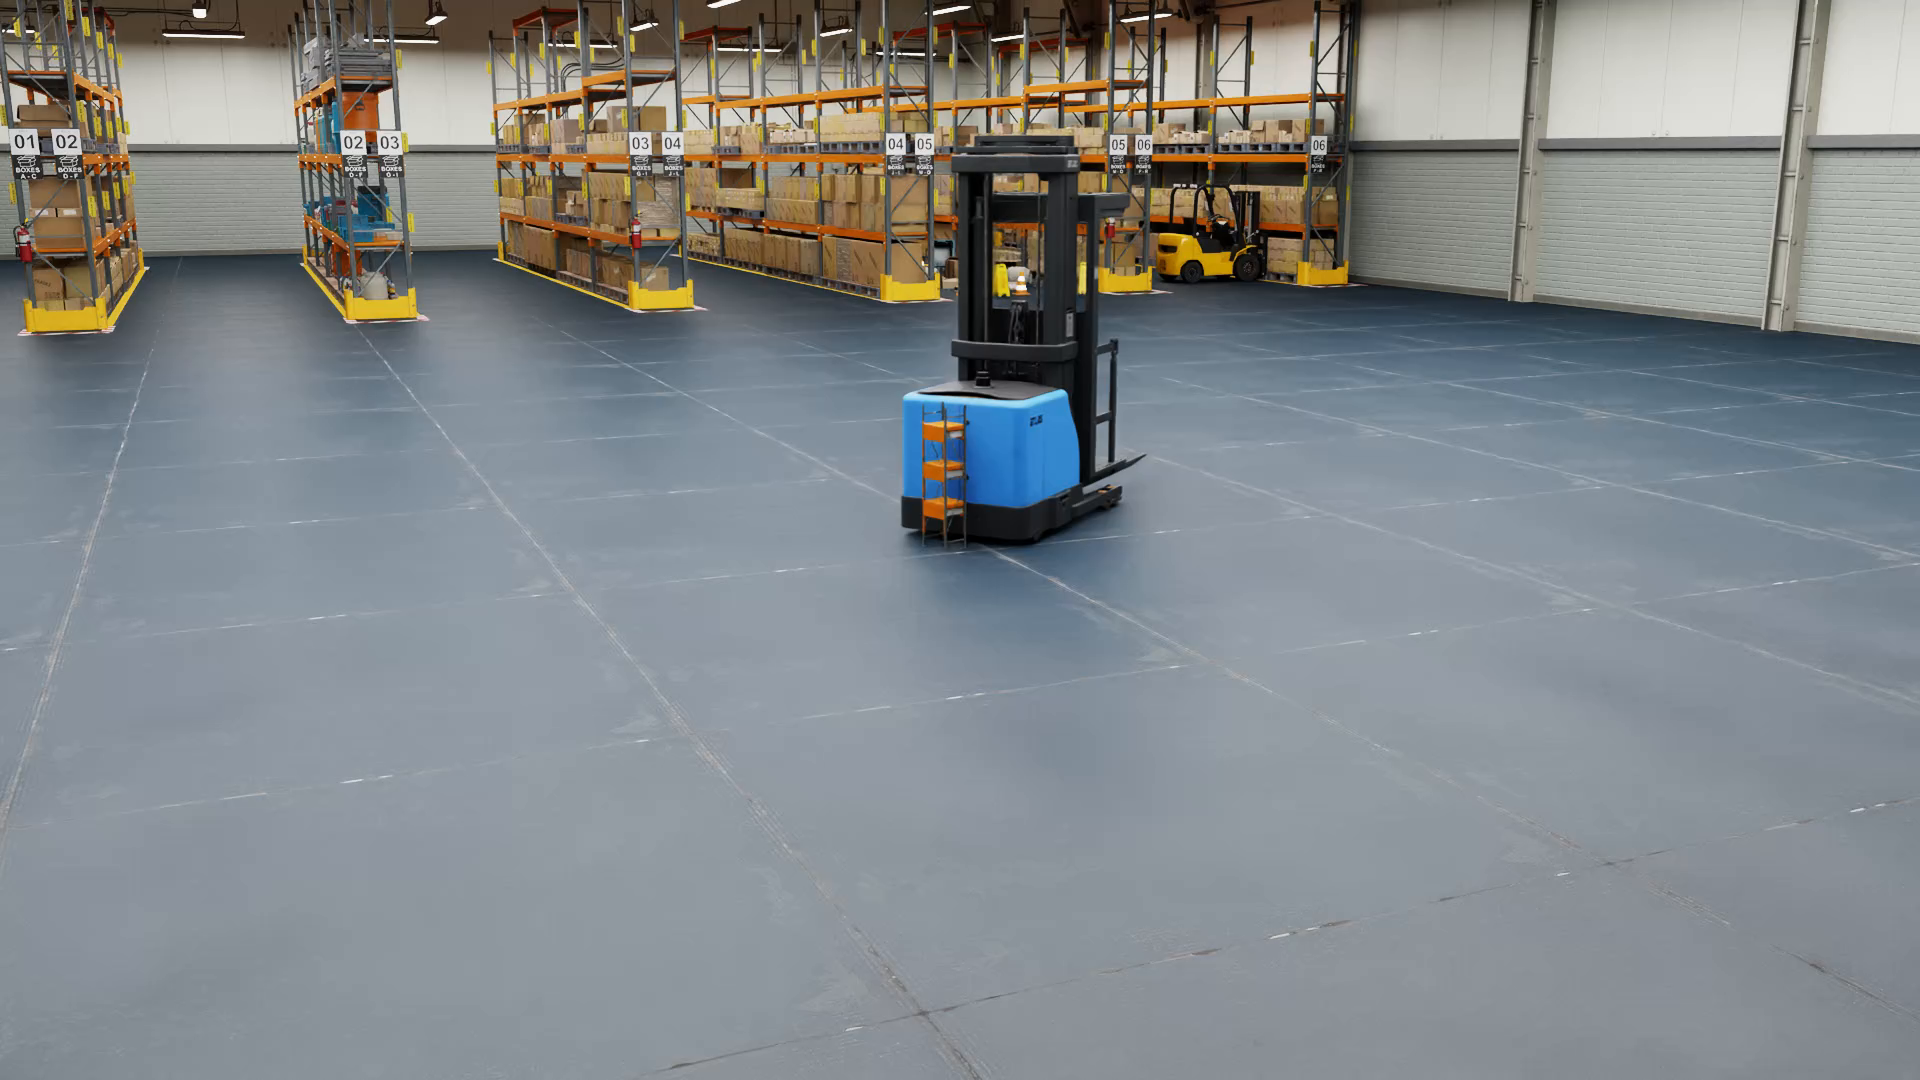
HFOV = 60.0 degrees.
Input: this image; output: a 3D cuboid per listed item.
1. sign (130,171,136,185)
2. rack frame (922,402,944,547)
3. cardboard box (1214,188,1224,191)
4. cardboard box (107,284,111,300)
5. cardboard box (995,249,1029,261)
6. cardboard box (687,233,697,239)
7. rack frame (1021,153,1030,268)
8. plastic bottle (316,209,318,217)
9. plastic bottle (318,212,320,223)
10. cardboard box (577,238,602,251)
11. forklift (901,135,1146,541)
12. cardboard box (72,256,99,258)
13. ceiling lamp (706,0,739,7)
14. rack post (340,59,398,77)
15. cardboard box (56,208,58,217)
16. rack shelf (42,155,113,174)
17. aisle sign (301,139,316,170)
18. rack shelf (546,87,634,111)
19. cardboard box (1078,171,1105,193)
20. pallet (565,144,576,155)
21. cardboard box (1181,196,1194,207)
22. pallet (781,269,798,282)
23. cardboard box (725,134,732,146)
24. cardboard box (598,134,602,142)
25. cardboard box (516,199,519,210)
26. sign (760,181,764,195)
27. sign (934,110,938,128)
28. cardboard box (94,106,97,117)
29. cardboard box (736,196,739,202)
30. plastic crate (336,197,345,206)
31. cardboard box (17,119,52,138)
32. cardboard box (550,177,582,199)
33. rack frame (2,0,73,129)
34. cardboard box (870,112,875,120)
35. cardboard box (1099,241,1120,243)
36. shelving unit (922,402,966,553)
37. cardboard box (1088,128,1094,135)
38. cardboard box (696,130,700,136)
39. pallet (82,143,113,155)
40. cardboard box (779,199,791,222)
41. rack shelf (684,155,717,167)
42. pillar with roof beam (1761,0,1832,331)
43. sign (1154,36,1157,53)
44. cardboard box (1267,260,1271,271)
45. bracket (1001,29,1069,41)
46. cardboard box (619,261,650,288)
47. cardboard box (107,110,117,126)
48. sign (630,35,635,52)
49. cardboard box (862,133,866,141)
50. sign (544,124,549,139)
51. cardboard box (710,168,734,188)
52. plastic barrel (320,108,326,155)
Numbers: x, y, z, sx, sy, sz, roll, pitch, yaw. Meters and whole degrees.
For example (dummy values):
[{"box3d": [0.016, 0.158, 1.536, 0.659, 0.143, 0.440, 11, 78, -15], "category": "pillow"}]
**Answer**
[{"box3d": [-20.549, -8.992, 41.302, 0.100, 0.325, 0.005, -6, 14, -23], "category": "sign"}, {"box3d": [-0.194, -0.477, 12.100, 0.200, 1.050, 0.008, -11, 17, -40], "category": "rack frame"}, {"box3d": [6.302, -8.404, 39.710, 0.380, 0.149, 0.250, -5, 14, -22], "category": "cardboard box"}, {"box3d": [-15.873, -4.538, 30.492, 0.500, 0.250, 0.500, -6, 14, -23], "category": "cardboard box"}, {"box3d": [1.396, -6.719, 39.645, 0.950, 0.372, 0.625, -5, 14, -19], "category": "cardboard box"}, {"box3d": [-7.504, -8.516, 46.585, 0.380, 0.149, 0.250, -6, 14, -26], "category": "cardboard box"}, {"box3d": [1.899, -7.538, 38.288, 1.000, 3.000, 0.127, -6, 14, -23], "category": "rack frame"}, {"box3d": [-14.812, -7.494, 38.355, 0.061, 0.283, 0.133, -6, 14, -23], "category": "plastic bottle"}, {"box3d": [-14.460, -7.312, 37.570, 0.061, 0.283, 0.133, -6, 14, -23], "category": "plastic bottle"}, {"box3d": [-8.265, -6.587, 37.083, 0.500, 0.250, 0.500, -4, 14, -17], "category": "cardboard box"}, {"box3d": [0.671, -1.707, 13.243, 1.130, 2.935, 3.031, 6, 15, 26], "category": "forklift"}, {"box3d": [-18.451, -5.744, 35.104, 0.500, 0.500, 0.500, -5, 14, -21], "category": "cardboard box"}, {"box3d": [-4.602, -12.631, 34.041, 0.800, 3.185, 2.000, -6, 14, -23], "category": "ceiling lamp"}, {"box3d": [-10.303, -8.216, 29.021, 0.937, 0.300, 0.954, -4, 14, -17], "category": "rack post"}, {"box3d": [-15.090, -5.403, 27.403, 0.380, 0.149, 0.250, -5, 14, -22], "category": "cardboard box"}, {"box3d": [-17.060, -7.273, 32.086, 1.077, 0.370, 4.000, -6, 14, -23], "category": "rack shelf"}, {"box3d": [-16.827, -9.930, 42.855, 0.394, 0.787, 0.004, -6, 14, -23], "category": "aisle sign"}, {"box3d": [-7.982, -9.434, 35.656, 1.077, 0.370, 4.000, -6, 14, -23], "category": "rack shelf"}, {"box3d": [2.901, -7.584, 35.385, 0.700, 0.500, 0.500, -5, 14, -22], "category": "cardboard box"}, {"box3d": [-7.749, -8.364, 35.621, 1.213, 0.211, 1.003, -6, 14, -23], "category": "pallet"}, {"box3d": [5.802, -8.342, 40.984, 0.500, 0.250, 0.500, -6, 14, -24], "category": "cardboard box"}, {"box3d": [-3.466, -6.117, 38.330, 1.003, 0.211, 1.213, -6, 14, -23], "category": "pallet"}, {"box3d": [-5.640, -10.145, 42.164, 0.500, 0.311, 0.500, -6, 14, -24], "category": "cardboard box"}, {"box3d": [-6.910, -7.914, 32.708, 0.380, 0.149, 0.250, -6, 14, -24], "category": "cardboard box"}, {"box3d": [-11.012, -8.542, 42.298, 0.500, 0.250, 0.500, -5, 14, -21], "category": "cardboard box"}, {"box3d": [-4.691, -8.371, 39.495, 0.100, 0.325, 0.005, -6, 14, -23], "category": "sign"}, {"box3d": [-0.482, -8.218, 32.461, 0.100, 0.325, 0.005, -6, 14, -23], "category": "sign"}, {"box3d": [-18.439, -8.874, 34.969, 0.500, 0.500, 0.500, -6, 14, -23], "category": "cardboard box"}, {"box3d": [-5.332, -8.451, 41.198, 0.380, 0.149, 0.250, -5, 14, -22], "category": "cardboard box"}, {"box3d": [-15.051, -8.116, 40.510, 0.402, 0.464, 0.583, -6, 14, -23], "category": "plastic crate"}, {"box3d": [-15.582, -6.942, 28.017, 0.500, 0.311, 0.500, -4, 14, -16], "category": "cardboard box"}, {"box3d": [-9.061, -8.159, 38.526, 0.797, 0.503, 0.637, -5, 14, -21], "category": "cardboard box"}, {"box3d": [-14.660, -7.845, 26.309, 0.949, 2.616, 0.053, -6, 14, -23], "category": "rack frame"}, {"box3d": [-1.538, -8.315, 32.629, 0.380, 0.149, 0.250, -6, 14, -23], "category": "cardboard box"}, {"box3d": [3.209, -6.246, 36.209, 0.500, 0.500, 0.500, -6, 14, -25], "category": "cardboard box"}, {"box3d": [-0.114, -0.456, 12.011, 0.215, 1.050, 0.252, -11, 17, -40], "category": "shelving unit"}, {"box3d": [2.909, -8.590, 34.970, 0.380, 0.149, 0.250, -6, 14, -24], "category": "cardboard box"}, {"box3d": [-6.838, -10.904, 44.520, 0.380, 0.149, 0.250, -6, 14, -24], "category": "cardboard box"}, {"box3d": [-17.057, -7.582, 32.243, 1.003, 0.211, 1.213, -5, 14, -20], "category": "pallet"}, {"box3d": [-3.858, -7.619, 38.416, 0.500, 0.500, 0.500, -6, 14, -23], "category": "cardboard box"}, {"box3d": [-6.601, -10.247, 44.935, 1.077, 0.370, 4.000, -6, 14, -23], "category": "rack shelf"}, {"box3d": [9.458, -7.441, 24.562, 9.100, 9.000, 0.400, -6, 14, -23], "category": "pillar with roof beam"}, {"box3d": [3.999, -10.177, 34.138, 0.100, 0.325, 0.005, -6, 14, -23], "category": "sign"}, {"box3d": [7.188, -6.302, 38.114, 0.500, 0.250, 0.500, -5, 14, -22], "category": "cardboard box"}, {"box3d": [2.265, -15.128, 49.793, 0.076, 0.066, 4.783, -6, 14, -23], "category": "bracket"}, {"box3d": [-6.500, -5.305, 33.250, 0.500, 0.500, 0.500, -7, 15, -28], "category": "cardboard box"}, {"box3d": [-19.764, -9.612, 38.158, 0.700, 0.500, 0.500, -6, 14, -23], "category": "cardboard box"}, {"box3d": [-6.676, -10.105, 33.825, 0.100, 0.325, 0.005, -6, 14, -23], "category": "sign"}, {"box3d": [-1.741, -8.032, 33.171, 0.380, 0.149, 0.250, -5, 14, -22], "category": "cardboard box"}, {"box3d": [-9.295, -9.173, 37.376, 0.100, 0.325, 0.005, -6, 14, -23], "category": "sign"}, {"box3d": [-6.236, -9.476, 43.564, 0.500, 0.500, 0.500, -6, 14, -25], "category": "cardboard box"}, {"box3d": [-12.384, -8.122, 33.046, 0.600, 0.901, 0.600, 0, 13, 0], "category": "plastic barrel"}]
